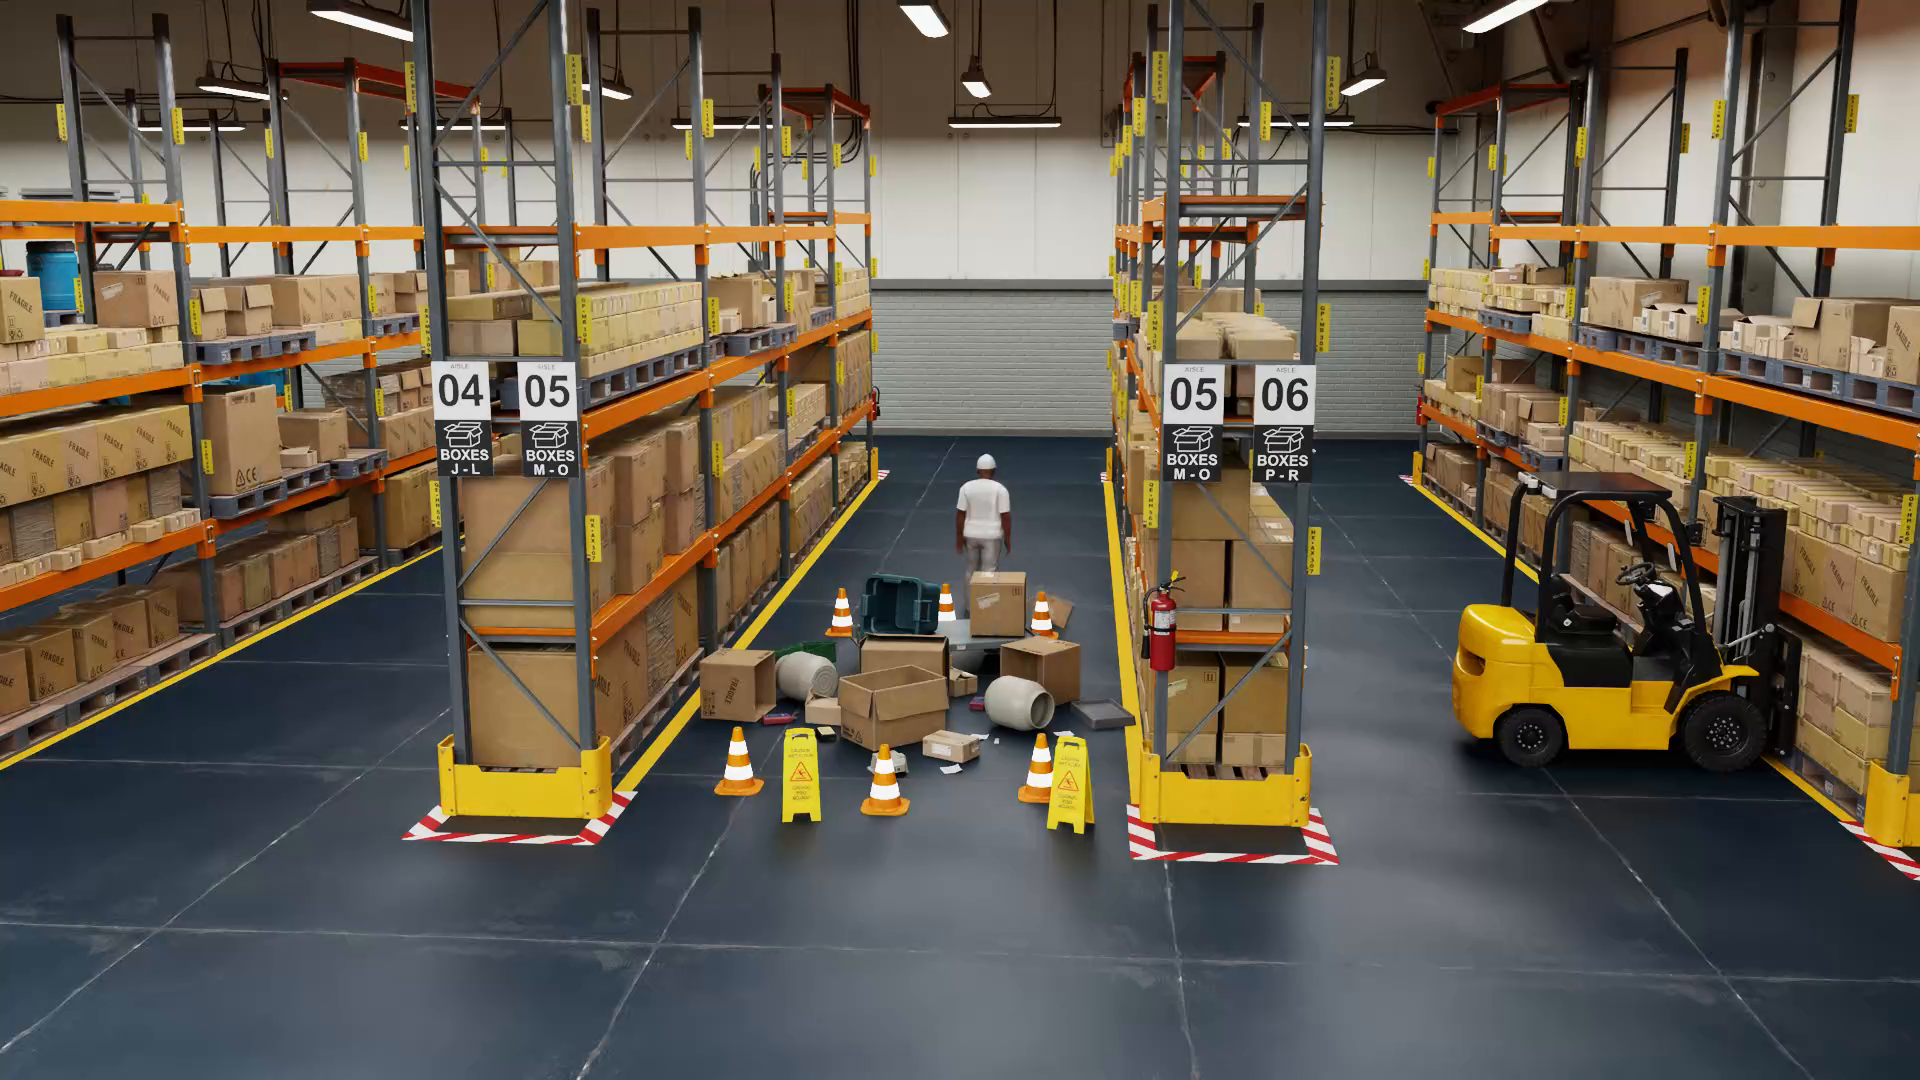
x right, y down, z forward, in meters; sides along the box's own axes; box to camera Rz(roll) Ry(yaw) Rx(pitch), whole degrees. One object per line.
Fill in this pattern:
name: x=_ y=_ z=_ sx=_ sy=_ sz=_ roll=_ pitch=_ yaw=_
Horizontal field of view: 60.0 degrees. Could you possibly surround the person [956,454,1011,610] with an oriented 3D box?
person: x=0.233 y=-0.049 z=17.559 sx=0.687 sy=1.729 sz=0.828 roll=5 pitch=12 yaw=24
